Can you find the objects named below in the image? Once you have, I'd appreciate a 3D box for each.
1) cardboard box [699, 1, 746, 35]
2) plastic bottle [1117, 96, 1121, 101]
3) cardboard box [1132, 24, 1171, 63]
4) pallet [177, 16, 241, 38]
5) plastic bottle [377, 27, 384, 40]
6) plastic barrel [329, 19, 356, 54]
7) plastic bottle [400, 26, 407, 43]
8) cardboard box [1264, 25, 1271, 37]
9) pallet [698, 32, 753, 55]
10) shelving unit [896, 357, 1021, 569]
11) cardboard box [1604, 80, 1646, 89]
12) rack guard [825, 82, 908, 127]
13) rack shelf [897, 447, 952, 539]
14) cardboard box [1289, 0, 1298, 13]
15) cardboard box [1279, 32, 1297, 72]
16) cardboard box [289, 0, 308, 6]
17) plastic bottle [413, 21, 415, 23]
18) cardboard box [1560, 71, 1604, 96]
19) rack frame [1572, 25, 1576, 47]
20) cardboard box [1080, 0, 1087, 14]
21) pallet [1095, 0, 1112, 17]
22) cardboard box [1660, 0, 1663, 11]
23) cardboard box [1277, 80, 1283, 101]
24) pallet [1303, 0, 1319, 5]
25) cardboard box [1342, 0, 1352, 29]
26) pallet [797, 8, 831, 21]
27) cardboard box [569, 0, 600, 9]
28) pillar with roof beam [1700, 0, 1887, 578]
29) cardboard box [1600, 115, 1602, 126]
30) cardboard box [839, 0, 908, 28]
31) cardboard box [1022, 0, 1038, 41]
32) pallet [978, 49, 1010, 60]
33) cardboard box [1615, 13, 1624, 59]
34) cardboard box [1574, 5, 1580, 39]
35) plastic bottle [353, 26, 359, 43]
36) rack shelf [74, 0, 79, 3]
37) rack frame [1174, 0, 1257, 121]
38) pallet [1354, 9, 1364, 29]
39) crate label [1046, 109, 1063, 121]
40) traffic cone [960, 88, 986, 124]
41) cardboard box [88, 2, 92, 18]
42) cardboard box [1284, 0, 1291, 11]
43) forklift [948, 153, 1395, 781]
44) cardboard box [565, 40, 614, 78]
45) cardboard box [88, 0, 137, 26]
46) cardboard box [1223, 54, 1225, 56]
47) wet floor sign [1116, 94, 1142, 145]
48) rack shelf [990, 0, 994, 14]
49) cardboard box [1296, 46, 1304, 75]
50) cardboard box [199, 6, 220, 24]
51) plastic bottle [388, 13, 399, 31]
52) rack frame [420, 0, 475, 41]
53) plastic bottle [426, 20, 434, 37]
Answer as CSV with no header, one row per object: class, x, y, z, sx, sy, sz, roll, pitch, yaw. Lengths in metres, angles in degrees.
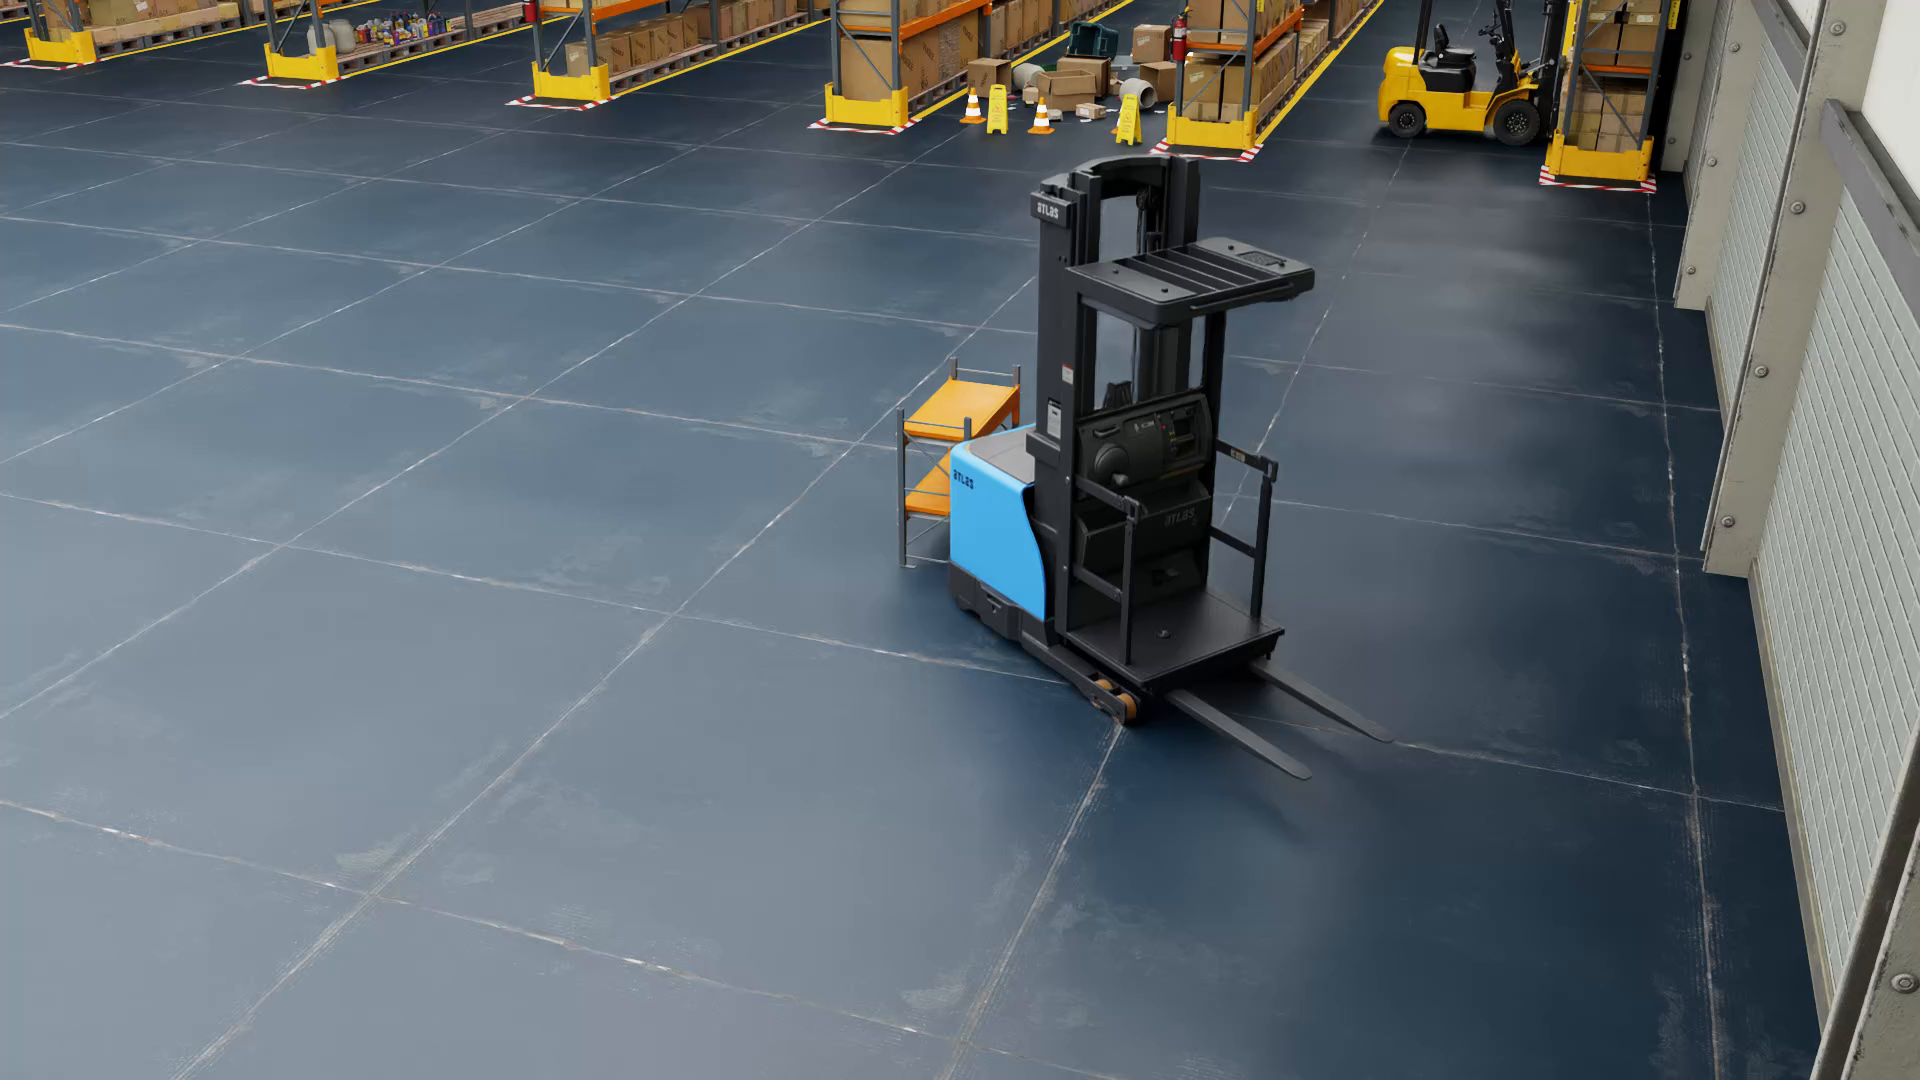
cardboard box,-4.239,-9.289,29.579,0.700,0.500,0.500,9,27,17
plastic bottle,2.507,-6.755,25.355,0.133,0.061,0.283,14,29,26
cardboard box,3.017,-7.798,26.136,0.500,0.500,0.500,9,27,17
pallet,-14.285,-9.636,31.132,1.003,0.211,1.213,9,27,17
plastic bottle,-10.108,-8.830,28.975,0.097,0.201,0.097,0,26,0
plastic barrel,-10.328,-8.404,27.763,0.421,0.512,0.421,0,26,0
plastic bottle,-9.597,-8.699,28.625,0.097,0.271,0.097,0,26,0
cardboard box,4.046,-6.989,22.756,0.380,0.149,0.250,9,27,18
pallet,-4.382,-8.838,29.486,1.003,0.211,1.213,9,27,17
shelving unit,0.002,-0.509,11.234,0.538,1.125,1.048,9,27,17
cardboard box,8.558,-5.751,21.436,0.500,0.250,0.500,9,27,18
rack guard,-1.335,-6.234,23.775,1.175,0.500,0.348,9,27,17
rack shelf,0.002,-0.289,11.341,0.538,0.278,1.000,9,27,17
cardboard box,4.809,-7.943,24.725,0.380,0.149,0.250,9,27,19
cardboard box,4.761,-7.343,25.010,0.500,0.500,0.500,8,27,17
cardboard box,-13.271,-10.716,32.837,0.500,0.250,0.500,8,27,16
plastic bottle,-9.530,-8.953,29.135,0.061,0.283,0.133,9,27,17
cardboard box,8.238,-6.029,22.010,0.500,0.250,0.500,9,27,18
rack frame,10.718,-9.262,27.160,1.000,3.000,0.127,9,27,17
cardboard box,2.141,-10.392,31.882,0.500,0.500,0.500,8,27,16
pallet,2.408,-10.725,33.382,1.003,0.211,1.213,9,27,17
cardboard box,8.517,-6.652,20.570,0.380,0.149,0.250,10,27,19
cardboard box,4.421,-6.577,24.289,0.500,0.250,0.500,9,27,18
pallet,5.097,-8.543,25.895,1.003,0.211,1.213,9,27,17
cardboard box,6.645,-9.850,30.332,0.875,0.875,0.875,9,27,18
pallet,-2.975,-10.475,32.866,1.003,0.211,1.213,9,27,17
cardboard box,-5.651,-8.099,25.047,0.380,0.149,0.250,9,27,17
pillar with roof beam,1.085,-4.522,10.488,9.100,9.000,0.400,9,27,17
cardboard box,8.565,-5.521,21.535,0.500,0.250,0.500,8,27,17
cardboard box,-1.247,-7.595,23.546,0.875,0.550,0.550,9,27,17
cardboard box,0.760,-9.236,29.206,1.050,0.750,0.750,9,27,18
pallet,0.189,-8.085,27.930,1.003,0.211,1.213,9,27,17
cardboard box,8.635,-6.400,21.134,0.500,0.500,0.500,10,27,19
cardboard box,8.481,-6.890,22.147,0.500,0.500,0.500,9,27,18
plastic bottle,-10.422,-8.692,28.596,0.061,0.283,0.133,9,27,19
rack shelf,-14.646,-10.066,29.646,1.077,0.370,4.000,9,27,17
rack frame,3.374,-6.692,21.853,1.000,3.000,0.127,9,27,17
pallet,7.182,-10.041,31.969,1.003,0.211,1.213,9,27,17
crate label,1.344,-6.121,23.958,0.250,0.136,0.298,-5,26,-9
traffic cone,0.188,-6.239,23.829,0.336,0.463,0.334,9,27,17
cardboard box,-15.095,-9.533,29.534,0.500,0.500,0.500,9,27,17
cardboard box,4.459,-7.870,23.830,0.500,0.500,0.500,10,27,19
forklift,1.170,-0.526,9.196,1.130,2.935,3.031,-17,30,-31
cardboard box,-5.747,-7.447,25.800,0.500,0.500,0.500,14,29,27
cardboard box,-14.759,-9.250,28.950,0.500,0.500,0.500,9,27,17
cardboard box,3.540,-6.904,23.359,0.380,0.149,0.250,9,27,18
wet floor sign,2.302,-5.710,22.526,0.267,0.644,0.232,20,32,35
rack shelf,0.669,-9.510,28.500,1.077,0.370,4.000,9,27,17
cardboard box,4.877,-7.558,26.175,0.950,0.372,0.625,9,27,18
cardboard box,-14.104,-9.736,30.814,0.500,0.250,0.500,9,27,17
plastic bottle,-10.033,-9.148,29.460,0.144,0.351,0.185,8,27,15
rack frame,-9.311,-10.491,29.700,1.000,3.000,0.127,9,27,17
plastic bottle,-9.332,-9.009,29.250,0.061,0.283,0.133,11,28,21
